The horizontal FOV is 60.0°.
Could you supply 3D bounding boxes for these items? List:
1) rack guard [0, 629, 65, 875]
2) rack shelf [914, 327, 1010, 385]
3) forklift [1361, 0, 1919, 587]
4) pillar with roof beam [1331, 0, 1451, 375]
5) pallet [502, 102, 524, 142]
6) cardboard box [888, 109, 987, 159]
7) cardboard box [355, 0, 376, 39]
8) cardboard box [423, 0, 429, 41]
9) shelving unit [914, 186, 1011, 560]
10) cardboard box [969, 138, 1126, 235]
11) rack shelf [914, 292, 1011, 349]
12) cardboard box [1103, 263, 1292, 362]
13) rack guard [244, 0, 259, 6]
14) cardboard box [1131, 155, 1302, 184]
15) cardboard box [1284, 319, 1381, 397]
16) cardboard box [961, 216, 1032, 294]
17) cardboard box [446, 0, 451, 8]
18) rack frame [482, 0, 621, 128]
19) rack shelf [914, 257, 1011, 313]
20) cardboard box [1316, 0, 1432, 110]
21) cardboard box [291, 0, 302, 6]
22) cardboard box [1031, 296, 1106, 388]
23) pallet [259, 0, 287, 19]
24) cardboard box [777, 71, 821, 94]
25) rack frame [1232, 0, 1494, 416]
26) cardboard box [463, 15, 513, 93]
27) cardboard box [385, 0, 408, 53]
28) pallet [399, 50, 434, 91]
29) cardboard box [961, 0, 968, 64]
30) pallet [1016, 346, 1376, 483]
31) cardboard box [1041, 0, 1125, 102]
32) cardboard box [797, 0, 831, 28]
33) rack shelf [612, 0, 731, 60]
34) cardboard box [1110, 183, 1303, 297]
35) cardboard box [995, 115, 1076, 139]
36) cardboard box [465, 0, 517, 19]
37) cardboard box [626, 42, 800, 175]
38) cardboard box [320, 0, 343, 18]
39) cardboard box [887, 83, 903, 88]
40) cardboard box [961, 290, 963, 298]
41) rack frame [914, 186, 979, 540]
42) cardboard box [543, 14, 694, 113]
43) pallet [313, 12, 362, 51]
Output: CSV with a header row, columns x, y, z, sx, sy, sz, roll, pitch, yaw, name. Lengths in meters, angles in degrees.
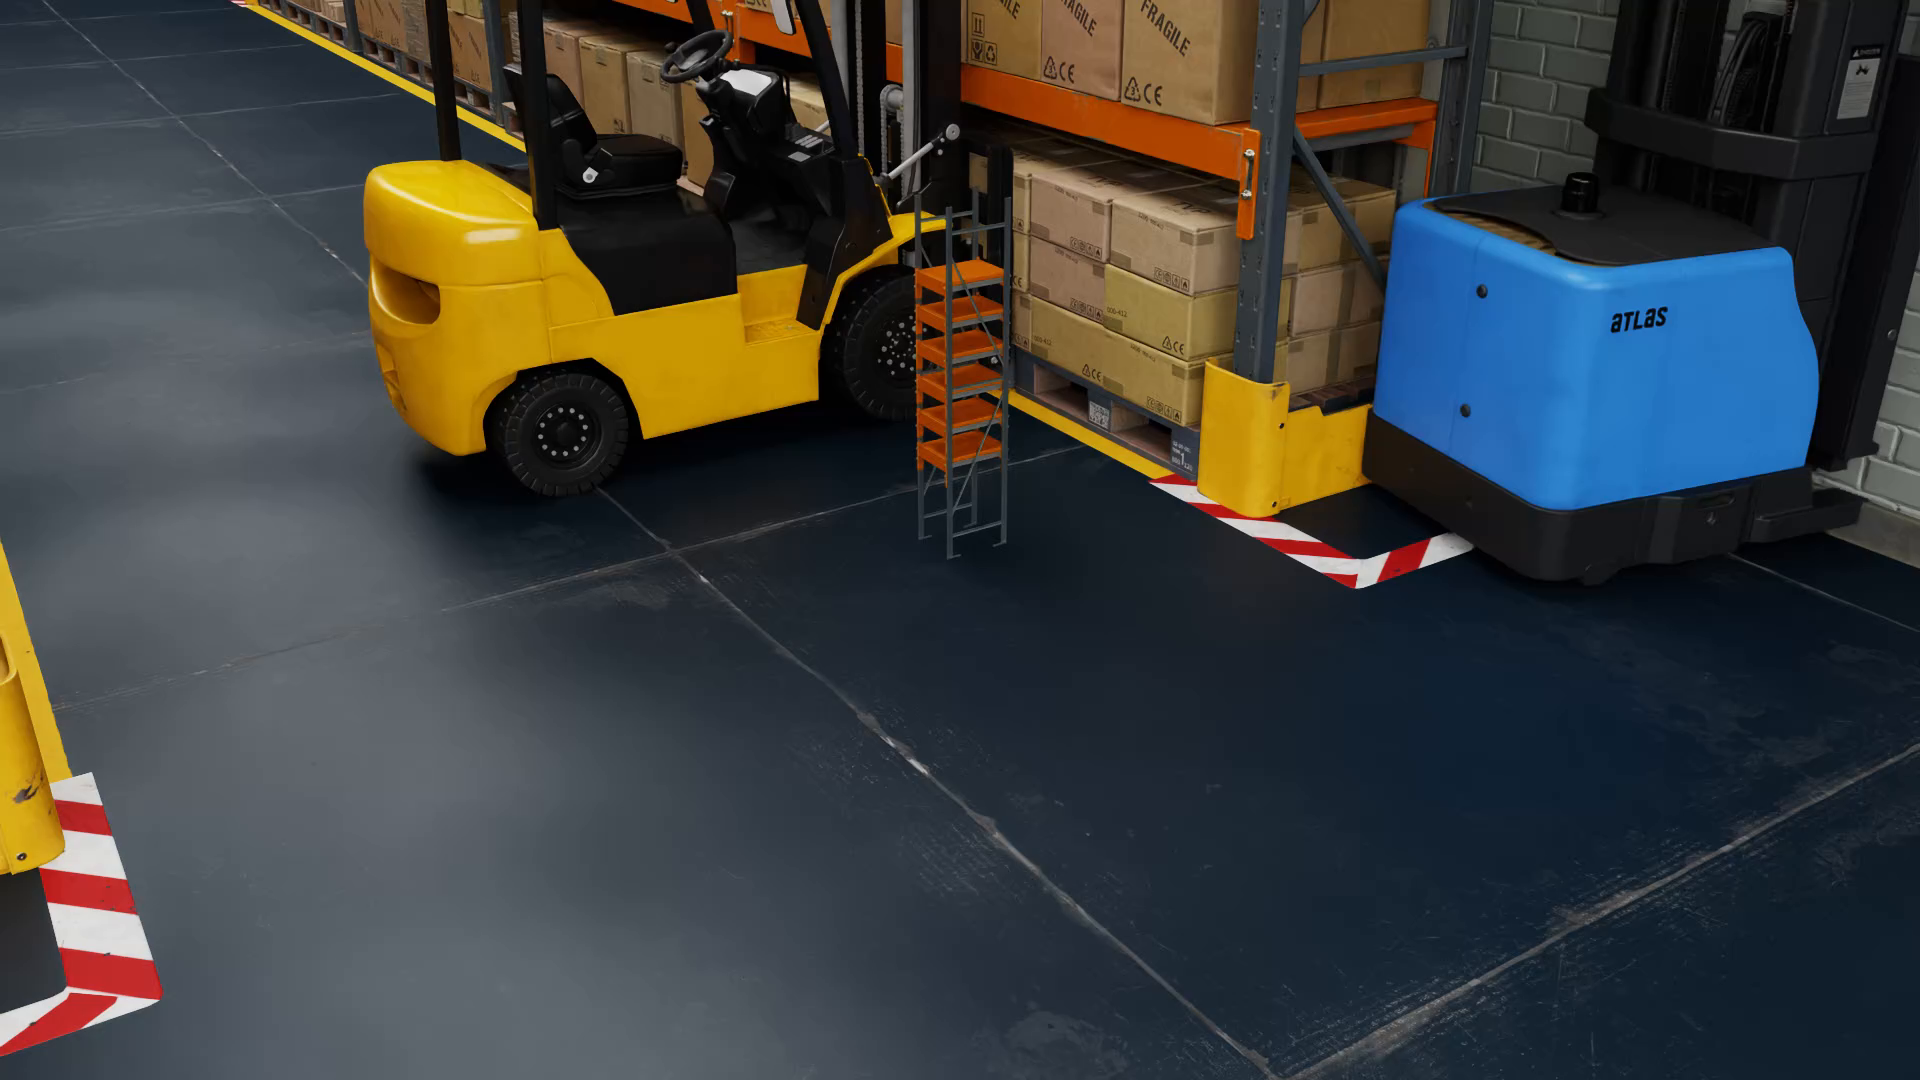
x,y,z,sx,sy,sz,roll,pitch,yaw,name
-2.778,0.631,3.828,1.175,0.500,0.348,-16,29,-30,rack guard
0.008,-0.606,5.451,0.258,0.103,0.180,-16,29,-30,rack shelf
3.042,-1.564,5.630,3.031,2.935,1.130,-10,27,-20,forklift
-1.812,-3.799,3.257,9.100,9.000,0.400,-16,29,-30,pillar with roof beam
-2.530,-2.928,11.704,1.003,0.211,1.213,-16,29,-30,pallet
-0.210,-1.853,7.720,0.500,0.250,0.500,-14,29,-28,cardboard box
-5.055,-4.757,14.749,0.500,0.500,0.500,-14,29,-27,cardboard box
-3.910,-4.021,13.190,0.500,0.500,0.500,-14,29,-27,cardboard box
0.008,-0.537,5.483,0.258,1.200,0.189,-16,29,-30,shelving unit
0.340,-1.481,6.931,0.500,0.250,0.500,-15,29,-29,cardboard box
0.008,-0.714,5.399,0.258,0.103,0.180,-16,29,-30,rack shelf
0.892,-0.904,6.296,0.500,0.250,0.500,-16,30,-30,cardboard box
-7.273,-6.196,18.289,1.175,0.500,0.348,-16,29,-30,rack guard
1.040,-1.423,6.809,0.500,0.250,0.500,-15,29,-29,cardboard box
1.316,-0.798,6.656,0.500,0.250,0.500,-15,29,-29,cardboard box
0.328,-1.266,7.062,0.500,0.250,0.500,-16,30,-31,cardboard box
-3.711,-4.157,12.719,0.380,0.149,0.250,-17,30,-31,cardboard box
-2.947,-4.492,11.752,1.000,3.000,0.127,-16,29,-30,rack frame
0.008,-0.823,5.348,0.258,0.103,0.180,-16,29,-30,rack shelf
1.382,-1.918,6.182,0.500,0.500,0.500,-14,29,-28,cardboard box
-6.421,-5.645,16.630,0.500,0.500,0.500,-15,29,-29,cardboard box
0.635,-0.852,6.769,0.500,0.250,0.500,-16,29,-30,cardboard box
-6.837,-5.780,17.747,1.003,0.211,1.213,-16,29,-30,pallet
-0.762,-2.214,8.484,0.500,0.250,0.500,-16,30,-30,cardboard box
1.420,-1.631,5.690,1.000,3.000,0.127,-16,29,-30,rack frame
-3.358,-3.653,12.410,0.500,0.500,0.500,-15,29,-28,cardboard box
-4.487,-4.389,13.970,0.500,0.500,0.500,-17,30,-31,cardboard box
-3.985,-3.943,13.855,1.003,0.211,1.213,-16,29,-30,pallet
0.092,-2.339,7.074,0.500,0.500,0.500,-15,29,-29,cardboard box
0.968,-0.633,6.844,1.003,0.211,1.213,-16,29,-30,pallet
0.656,-1.978,6.310,0.500,0.500,0.500,-15,29,-28,cardboard box
-0.442,-2.705,7.848,0.500,0.500,0.500,-15,29,-29,cardboard box
-1.855,-3.451,10.390,1.077,0.370,4.000,-16,29,-30,rack shelf
0.907,-1.121,6.169,0.500,0.250,0.500,-14,29,-28,cardboard box
0.503,-1.789,7.585,0.500,0.250,0.500,-16,30,-31,cardboard box
-3.429,-3.963,12.306,0.380,0.149,0.250,-17,30,-32,cardboard box
-1.475,-2.641,10.120,0.875,0.625,0.625,-16,30,-30,cardboard box
-5.876,-5.135,15.824,0.396,0.266,0.258,-14,29,-28,cardboard box
-0.044,-2.151,8.351,0.500,0.250,0.500,-16,30,-30,cardboard box
0.067,-1.213,7.535,0.500,0.250,0.500,-15,29,-28,cardboard box
-0.042,-0.570,5.552,0.240,1.200,0.006,-16,29,-30,rack frame
-2.255,-3.150,11.199,0.875,0.625,0.625,-14,29,-28,cardboard box
-5.505,-4.908,15.899,1.003,0.211,1.213,-16,29,-30,pallet
